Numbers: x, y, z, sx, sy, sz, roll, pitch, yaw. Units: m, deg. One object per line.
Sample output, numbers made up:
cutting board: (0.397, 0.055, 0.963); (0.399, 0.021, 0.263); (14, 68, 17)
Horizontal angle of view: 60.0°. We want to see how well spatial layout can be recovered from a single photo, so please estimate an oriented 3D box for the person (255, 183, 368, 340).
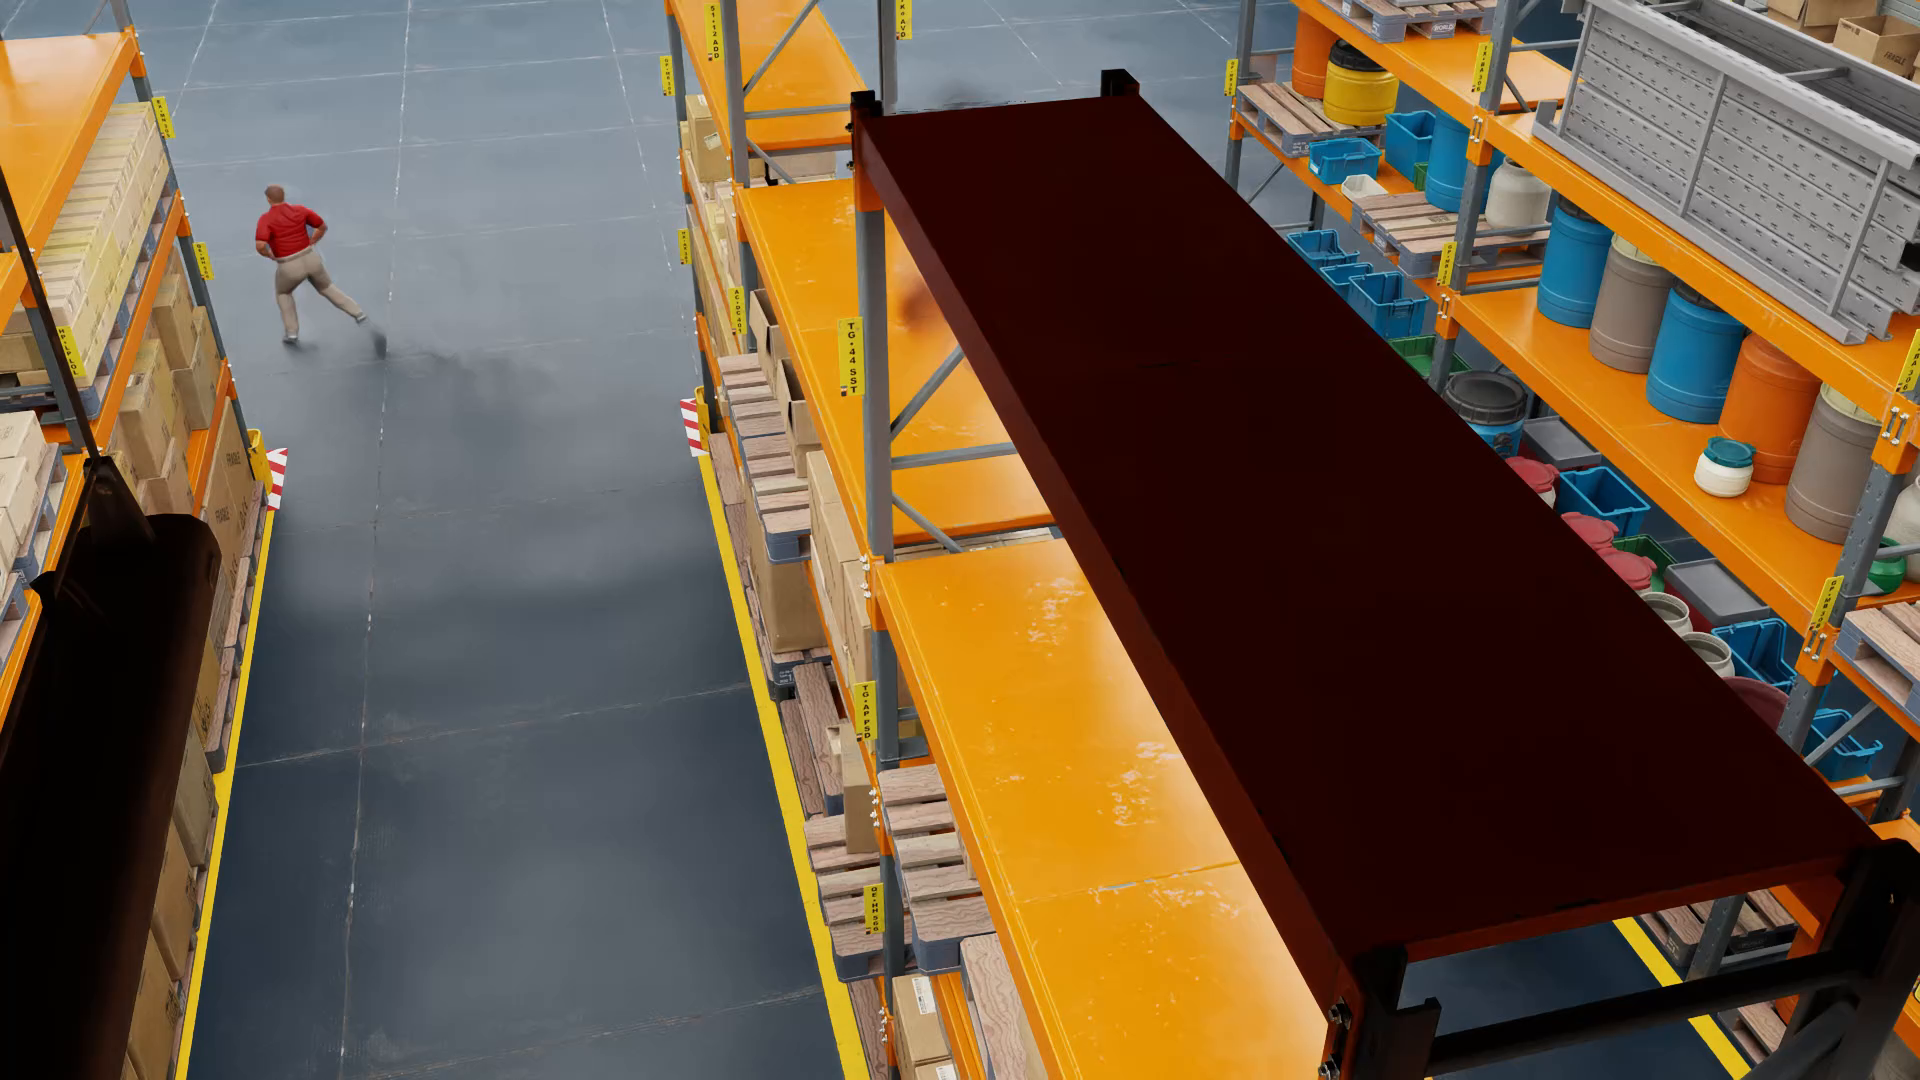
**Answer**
person: (-6.578, -2.748, 16.659); (0.735, 1.736, 0.898); (26, 42, 33)
